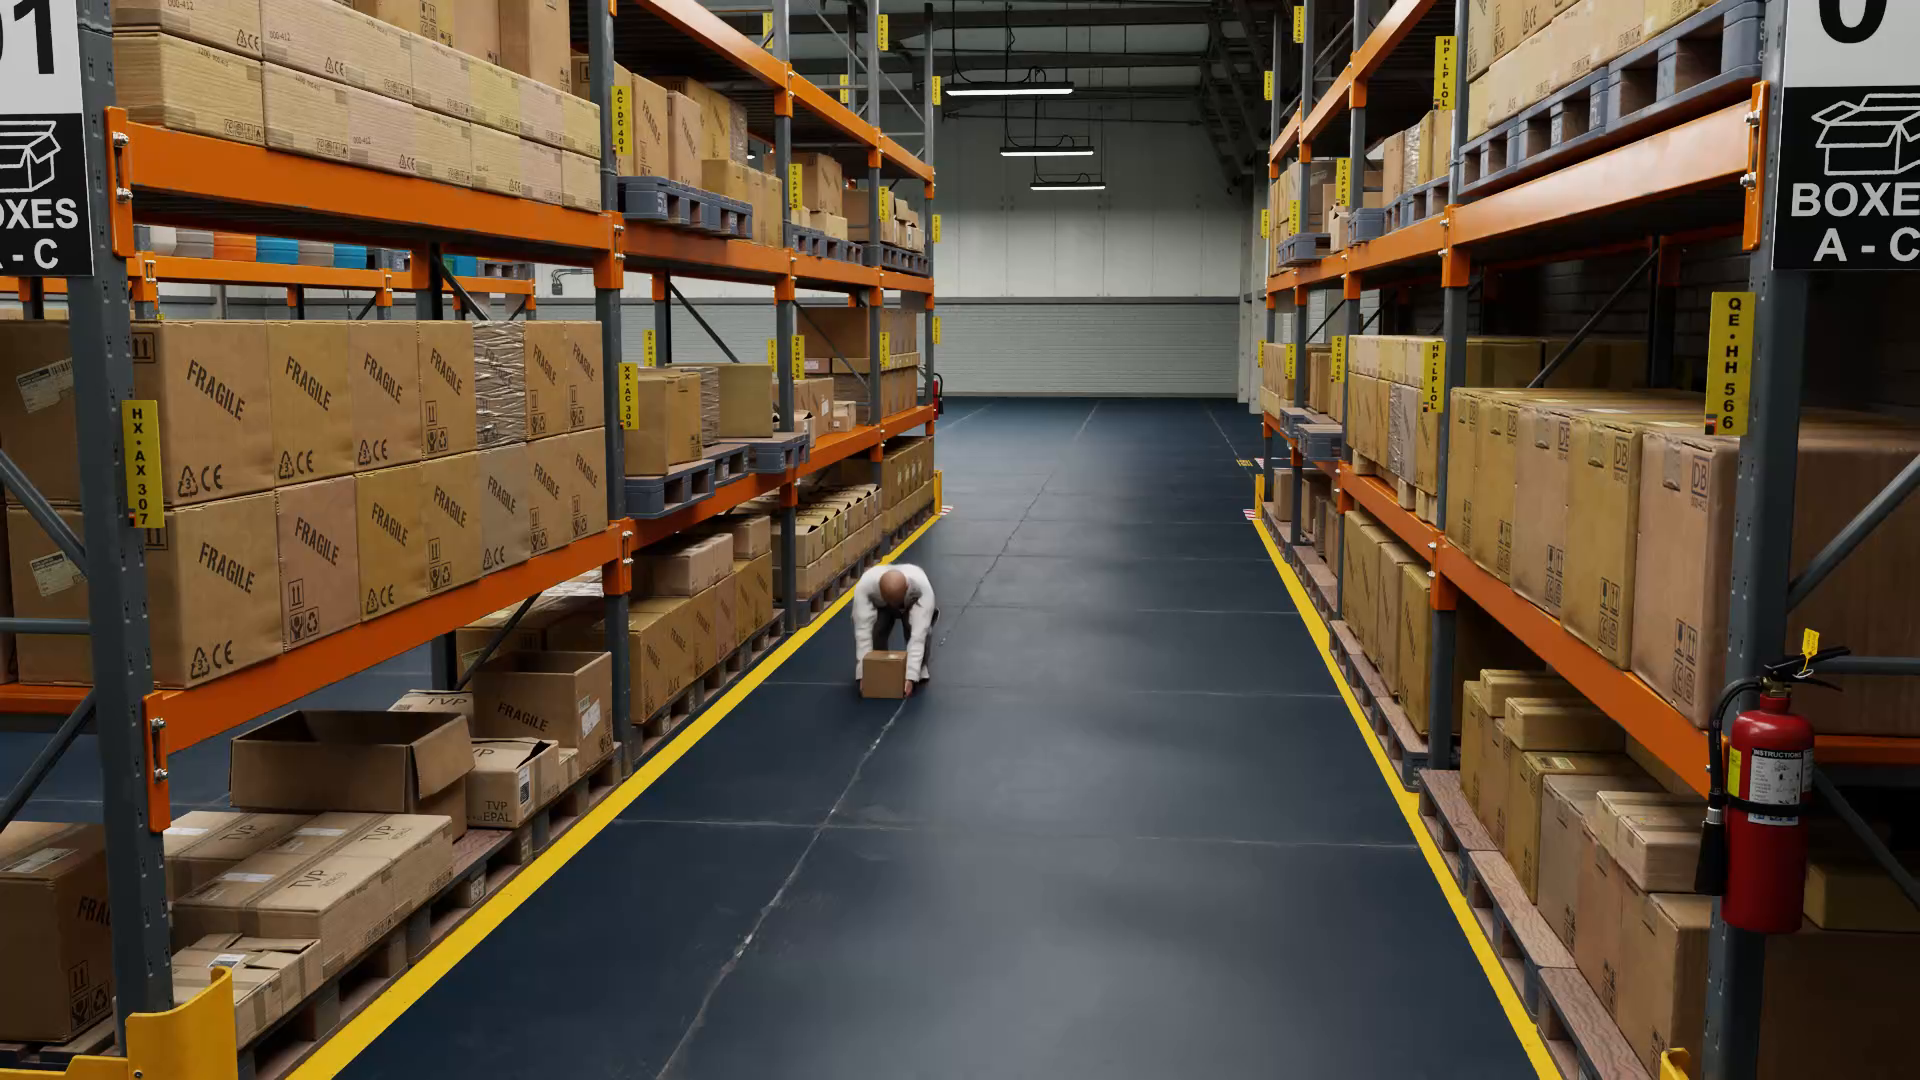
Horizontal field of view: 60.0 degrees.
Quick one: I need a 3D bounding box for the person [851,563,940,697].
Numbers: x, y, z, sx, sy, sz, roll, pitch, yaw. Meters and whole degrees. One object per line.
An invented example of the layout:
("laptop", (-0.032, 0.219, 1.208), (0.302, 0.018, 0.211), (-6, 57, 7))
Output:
("person", (-0.426, 0.544, 10.651), (0.577, 0.823, 0.935), (1, 7, 5))
